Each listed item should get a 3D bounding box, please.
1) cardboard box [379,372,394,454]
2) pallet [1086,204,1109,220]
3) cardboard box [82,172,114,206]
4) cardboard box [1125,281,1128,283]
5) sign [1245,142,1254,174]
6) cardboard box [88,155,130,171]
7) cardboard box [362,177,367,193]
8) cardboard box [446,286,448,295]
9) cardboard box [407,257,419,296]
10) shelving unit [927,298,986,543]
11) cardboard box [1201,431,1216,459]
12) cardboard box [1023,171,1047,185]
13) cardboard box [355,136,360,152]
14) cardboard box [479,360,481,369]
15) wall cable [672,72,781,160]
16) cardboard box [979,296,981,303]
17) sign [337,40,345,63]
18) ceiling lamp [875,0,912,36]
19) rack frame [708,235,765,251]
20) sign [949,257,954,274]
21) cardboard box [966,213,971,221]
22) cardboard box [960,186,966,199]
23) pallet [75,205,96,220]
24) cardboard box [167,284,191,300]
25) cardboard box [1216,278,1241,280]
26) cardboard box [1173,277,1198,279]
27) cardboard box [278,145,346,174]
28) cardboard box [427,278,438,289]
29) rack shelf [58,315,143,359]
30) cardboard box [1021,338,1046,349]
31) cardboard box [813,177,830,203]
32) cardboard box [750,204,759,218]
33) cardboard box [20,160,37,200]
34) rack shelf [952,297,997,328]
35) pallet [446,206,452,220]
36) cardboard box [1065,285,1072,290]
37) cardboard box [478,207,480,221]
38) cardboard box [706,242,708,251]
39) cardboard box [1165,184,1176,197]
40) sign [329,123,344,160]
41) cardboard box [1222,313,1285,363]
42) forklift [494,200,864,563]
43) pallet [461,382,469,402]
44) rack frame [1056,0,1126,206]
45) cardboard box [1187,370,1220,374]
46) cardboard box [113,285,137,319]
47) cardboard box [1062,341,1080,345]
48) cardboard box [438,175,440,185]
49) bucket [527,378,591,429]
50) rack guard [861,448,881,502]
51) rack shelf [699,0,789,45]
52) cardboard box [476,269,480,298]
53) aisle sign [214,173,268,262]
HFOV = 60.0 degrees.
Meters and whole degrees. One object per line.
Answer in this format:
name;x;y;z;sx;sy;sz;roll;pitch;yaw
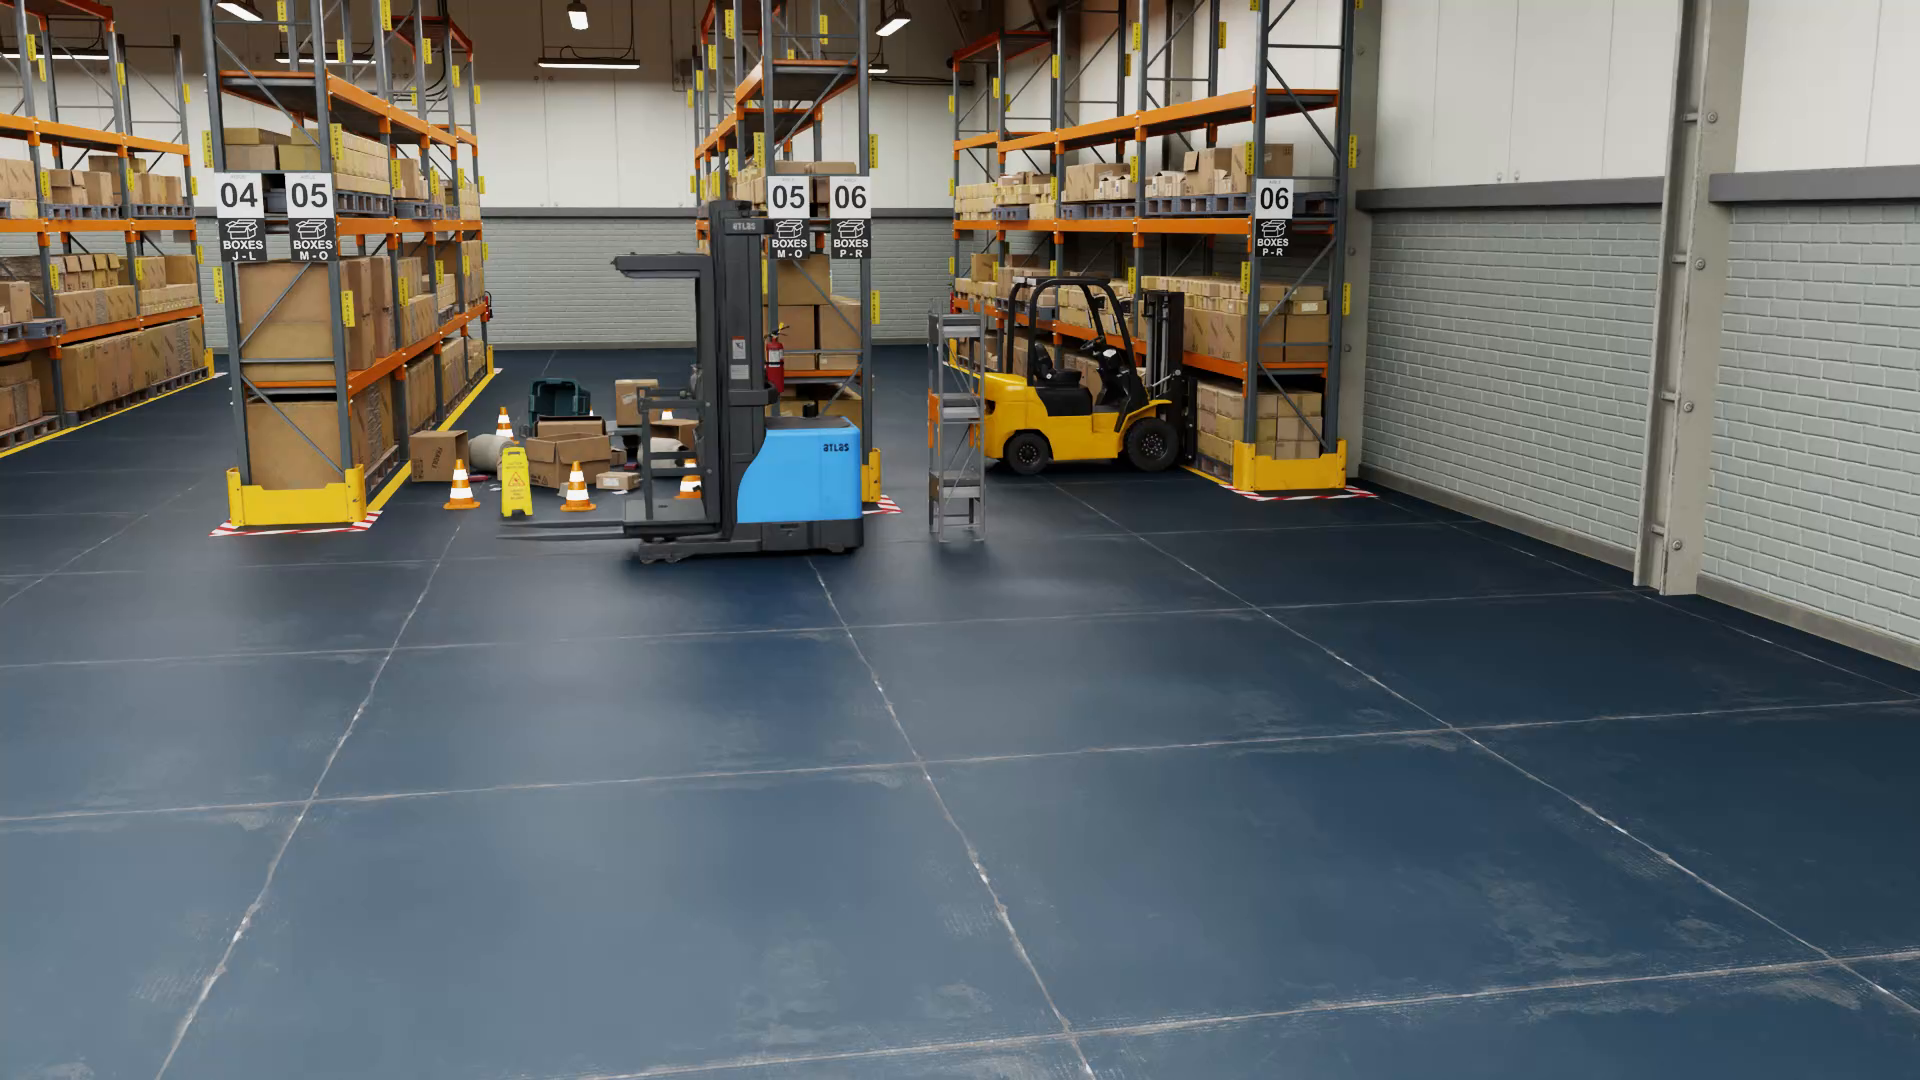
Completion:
cardboard box;-6.941;-1.438;18.788;0.875;0.875;0.875;-2;11;-10
pallet;2.372;-4.561;23.120;1.003;0.211;1.213;-2;11;-8
cardboard box;-13.313;-5.322;25.220;0.700;0.500;0.500;-2;11;-10
cardboard box;2.511;-3.541;23.277;0.380;0.149;0.250;-2;11;-9
sign;2.953;-3.892;16.942;0.100;0.325;0.005;-2;11;-11
cardboard box;-13.612;-6.018;26.605;0.500;0.250;0.500;-3;11;-15
cardboard box;-6.264;-3.618;16.940;0.380;0.149;0.250;-2;11;-10
cardboard box;-8.075;-3.832;25.560;0.380;0.149;0.250;-3;11;-14
cardboard box;-7.595;-3.492;22.078;0.700;0.500;0.500;-2;11;-12
shelving unit;-0.032;-1.062;14.660;0.431;2.100;0.503;-2;11;-11
cardboard box;2.999;-1.061;18.479;0.500;0.250;0.500;-2;11;-11
cardboard box;1.280;-6.142;28.298;0.396;0.266;0.258;-2;11;-12
cardboard box;-6.215;-3.963;16.620;0.380;0.149;0.250;-2;11;-12
cardboard box;-8.733;-3.126;29.602;0.380;0.149;0.250;-3;11;-14
wall cable;-5.137;-8.800;36.861;2.355;3.000;0.029;-2;11;-11
cardboard box;0.561;-4.450;30.724;0.380;0.149;0.250;-2;11;-11
sign;-8.303;-6.550;22.333;0.100;0.325;0.005;-2;11;-11
ceiling lamp;-0.839;-9.821;26.617;0.800;3.185;2.000;-2;11;-11
rack frame;-3.714;-4.059;28.000;1.000;3.000;0.127;-2;11;-11
sign;-0.157;-5.379;32.621;0.100;0.325;0.005;-2;11;-11
cardboard box;0.325;-6.065;31.189;0.380;0.149;0.250;-2;11;-11
cardboard box;0.296;-6.581;31.496;0.500;0.250;0.500;-2;11;-11
pallet;-13.055;-4.667;23.676;1.003;0.211;1.213;-2;11;-8
cardboard box;-13.761;-4.332;29.042;0.500;0.250;0.500;-2;11;-12
cardboard box;3.282;-3.052;19.910;0.380;0.149;0.250;-2;11;-12
cardboard box;2.678;-3.126;20.302;0.380;0.149;0.250;-2;11;-12
cardboard box;-6.058;-3.559;15.564;0.500;0.250;0.500;-2;11;-11
cardboard box;-7.821;-3.737;24.264;0.380;0.149;0.250;-3;11;-13
rack shelf;-13.046;-2.978;24.246;1.077;0.370;4.000;-2;11;-11
cardboard box;1.232;-3.270;27.682;0.380;0.149;0.250;-2;11;-11
cardboard box;-1.217;-3.506;16.677;0.500;0.250;0.500;-2;11;-12
cardboard box;-2.067;-3.544;17.941;0.380;0.149;0.250;-2;11;-12
cardboard box;-12.319;-4.655;21.503;0.500;0.500;0.500;-2;11;-10
rack shelf;0.765;-4.254;30.946;1.077;0.370;4.000;-2;11;-11
pallet;-8.330;-4.934;25.079;1.213;0.211;1.003;-2;11;-11
cardboard box;1.758;-3.756;24.407;0.380;0.149;0.250;-2;11;-10
cardboard box;-8.980;-5.920;30.157;0.500;0.250;0.500;-2;11;-12
cardboard box;-4.087;-4.963;28.072;0.380;0.149;0.250;-2;11;-12
cardboard box;2.649;-4.144;19.706;0.380;0.149;0.250;-2;11;-9
sign;-5.671;-3.620;15.124;0.100;0.325;0.005;-2;11;-11
cardboard box;3.134;-2.169;17.803;0.500;0.500;0.500;-2;11;-12
forklift;-2.386;-1.354;13.973;3.031;2.935;1.130;-2;11;-11
pallet;-8.397;-2.348;26.467;1.003;0.211;1.213;-2;11;-11
rack frame;1.932;-6.454;24.536;1.000;3.000;0.127;-2;11;-11
cardboard box;3.108;-1.944;20.444;0.500;0.250;0.500;-2;11;-12
cardboard box;-13.076;-3.672;25.698;0.500;0.500;0.500;-2;11;-11
cardboard box;1.832;-3.146;27.029;0.380;0.149;0.250;-2;11;-11
cardboard box;-8.584;-5.516;26.241;0.700;0.500;0.500;-2;11;-11
bucket;-4.706;-1.591;19.721;0.726;0.611;0.620;2;1;9
rack guard;-1.395;-0.644;16.743;1.175;0.500;0.348;-2;11;-11
rack shelf;-3.325;-7.918;25.268;1.077;0.370;4.000;-2;11;-11
cardboard box;-8.785;-4.529;29.406;0.500;0.500;0.500;-2;11;-11
aisle sign;-6.497;-2.913;15.024;0.394;0.787;0.004;-2;11;-11
